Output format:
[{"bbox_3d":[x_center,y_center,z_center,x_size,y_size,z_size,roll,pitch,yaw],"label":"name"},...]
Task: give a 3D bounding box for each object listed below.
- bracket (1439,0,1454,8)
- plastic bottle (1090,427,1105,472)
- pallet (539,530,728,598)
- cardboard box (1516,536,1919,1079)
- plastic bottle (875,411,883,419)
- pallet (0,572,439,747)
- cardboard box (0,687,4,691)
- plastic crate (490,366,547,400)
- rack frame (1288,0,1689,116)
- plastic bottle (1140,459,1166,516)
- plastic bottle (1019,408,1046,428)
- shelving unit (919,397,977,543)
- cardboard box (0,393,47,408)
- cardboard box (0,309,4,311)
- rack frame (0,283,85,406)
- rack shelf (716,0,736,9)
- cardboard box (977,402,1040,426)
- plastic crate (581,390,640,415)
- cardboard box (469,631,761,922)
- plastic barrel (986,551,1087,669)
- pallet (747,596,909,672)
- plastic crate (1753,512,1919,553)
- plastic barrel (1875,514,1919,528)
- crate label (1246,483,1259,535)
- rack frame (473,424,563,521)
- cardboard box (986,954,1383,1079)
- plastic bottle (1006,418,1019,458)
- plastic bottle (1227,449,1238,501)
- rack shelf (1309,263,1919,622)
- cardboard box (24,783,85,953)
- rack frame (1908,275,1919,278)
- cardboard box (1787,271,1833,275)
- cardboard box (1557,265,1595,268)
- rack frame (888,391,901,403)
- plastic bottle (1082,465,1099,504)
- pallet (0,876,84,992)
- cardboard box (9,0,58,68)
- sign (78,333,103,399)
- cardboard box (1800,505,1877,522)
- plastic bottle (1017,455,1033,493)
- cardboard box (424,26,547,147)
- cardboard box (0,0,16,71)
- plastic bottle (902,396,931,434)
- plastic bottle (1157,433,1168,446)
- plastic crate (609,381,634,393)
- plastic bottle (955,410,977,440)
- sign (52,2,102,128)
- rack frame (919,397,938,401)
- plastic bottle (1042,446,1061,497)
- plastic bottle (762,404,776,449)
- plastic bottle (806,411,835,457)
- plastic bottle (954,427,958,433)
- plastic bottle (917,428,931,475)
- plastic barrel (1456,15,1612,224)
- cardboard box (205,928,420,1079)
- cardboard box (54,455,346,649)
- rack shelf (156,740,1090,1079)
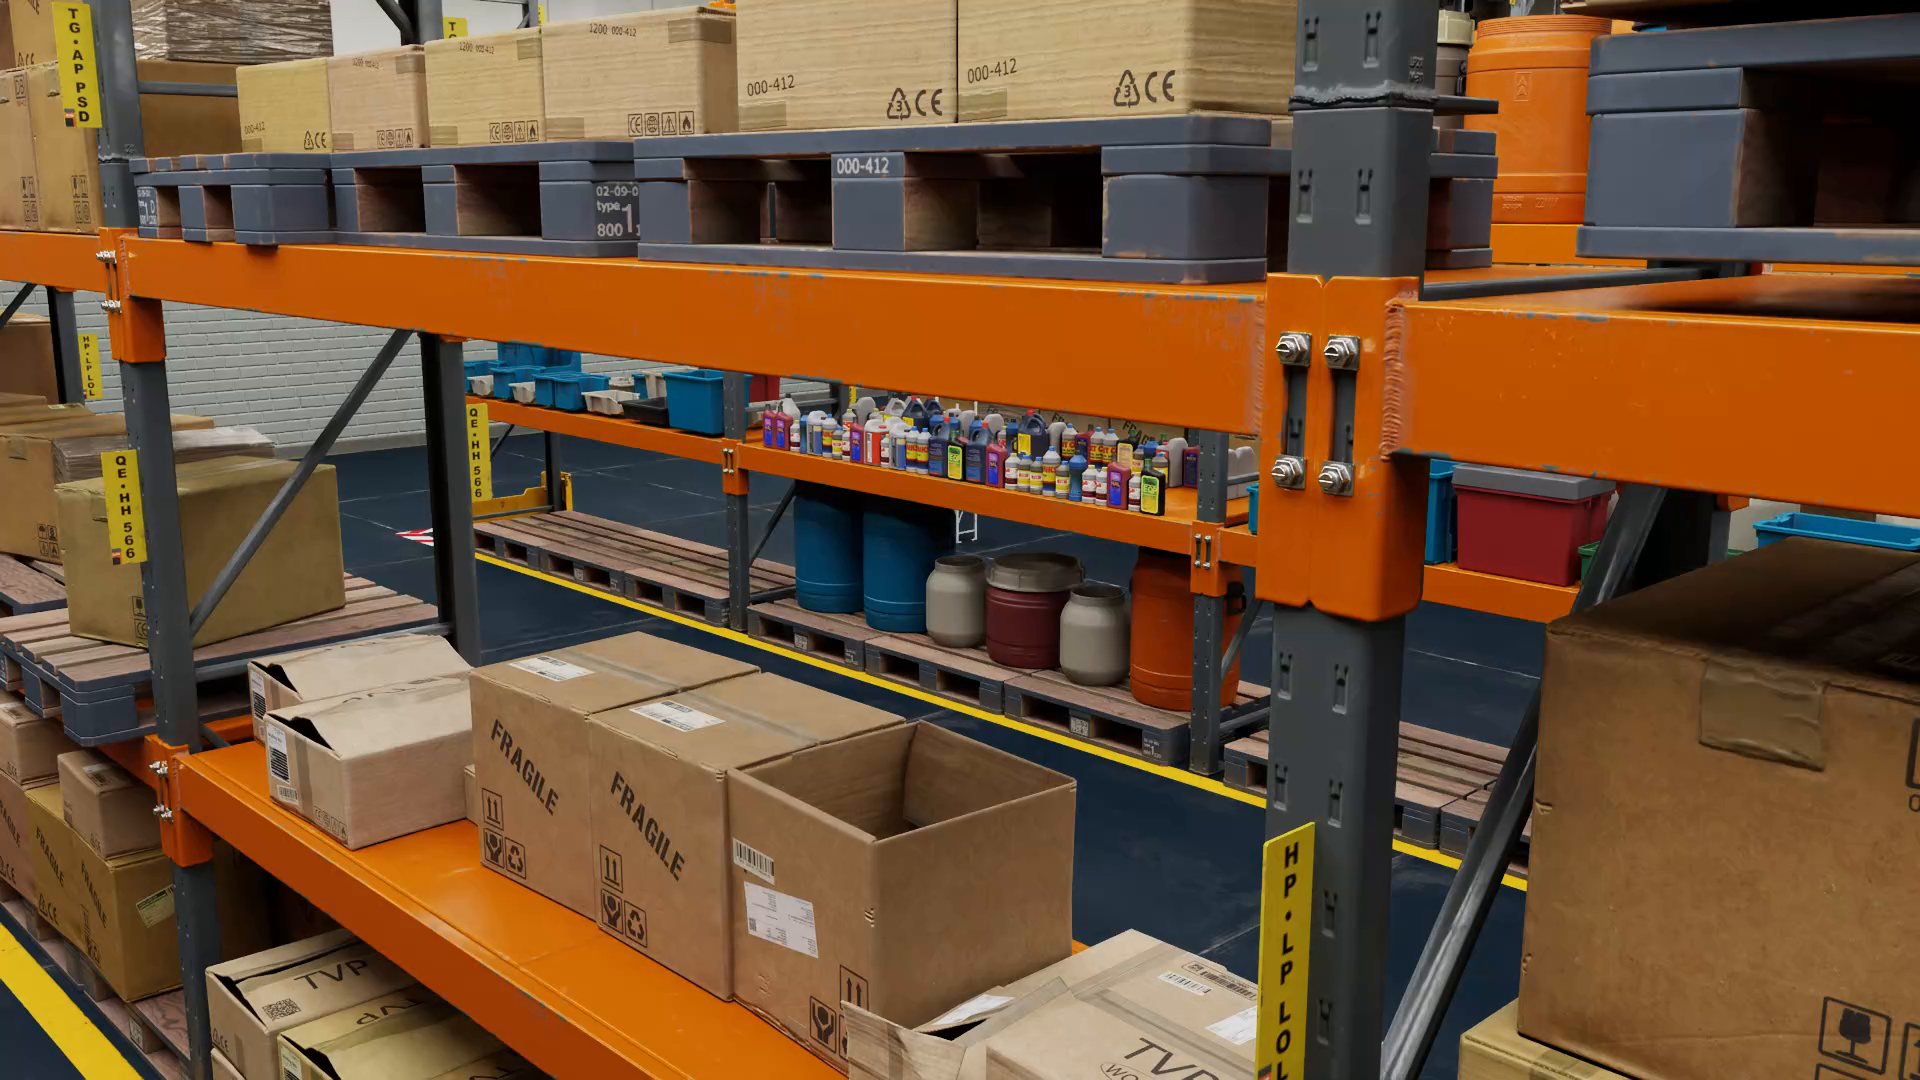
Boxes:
[{"bbox_3d":[8.644,-9.494,29.270,0.235,0.232,0.430,-11,16,-43],"label":"bracket"},{"bbox_3d":[0.822,-0.532,9.879,0.097,0.271,0.097,0,12,0],"label":"plastic bottle"},{"bbox_3d":[-2.560,0.171,13.059,1.003,0.211,1.213,-11,16,-43],"label":"pallet"},{"bbox_3d":[1.073,0.322,1.953,0.700,0.500,0.500,-11,16,-42],"label":"cardboard box"},{"bbox_3d":[-0.523,-0.764,11.179,0.097,0.201,0.097,0,12,0],"label":"plastic bottle"},{"bbox_3d":[-2.519,0.363,5.690,1.213,0.211,1.003,-11,16,-43],"label":"pallet"},{"bbox_3d":[-3.914,0.667,6.987,0.500,0.250,0.500,-11,16,-42],"label":"cardboard box"},{"bbox_3d":[-3.553,-1.268,13.399,0.416,0.233,0.300,-11,16,-43],"label":"plastic crate"},{"bbox_3d":[0.762,-1.996,1.799,1.000,3.000,0.127,-11,16,-43],"label":"rack frame"},{"bbox_3d":[0.997,-0.274,8.595,0.061,0.283,0.133,-11,16,-43],"label":"plastic bottle"},{"bbox_3d":[0.455,-0.641,10.214,0.144,0.351,0.185,-11,16,-43],"label":"plastic bottle"},{"bbox_3d":[-0.114,-0.612,14.408,0.258,1.200,0.503,-11,16,-43],"label":"shelving unit"},{"bbox_3d":[-4.597,-0.380,7.532,0.500,0.500,0.700,6,13,26],"label":"cardboard box"},{"bbox_3d":[-5.596,-1.022,9.214,0.500,0.500,0.500,11,16,43],"label":"cardboard box"},{"bbox_3d":[-4.762,-0.225,8.071,1.000,3.000,0.127,-11,16,-43],"label":"rack frame"},{"bbox_3d":[0.204,-3.013,9.510,1.077,0.370,4.000,-11,16,-43],"label":"rack shelf"},{"bbox_3d":[0.771,-1.139,16.730,0.875,0.875,0.875,-11,16,-43],"label":"cardboard box"},{"bbox_3d":[-2.597,-1.027,12.469,0.293,0.136,0.466,-11,16,-43],"label":"plastic crate"},{"bbox_3d":[-0.829,0.552,4.050,0.500,0.500,0.500,11,16,42],"label":"cardboard box"},{"bbox_3d":[0.455,0.410,9.921,0.600,0.588,0.708,-11,16,-43],"label":"plastic barrel"},{"bbox_3d":[-0.675,0.569,11.125,1.003,0.211,1.213,-11,16,-43],"label":"pallet"},{"bbox_3d":[3.361,0.143,6.324,0.392,0.384,0.575,-11,16,-43],"label":"plastic crate"},{"bbox_3d":[3.845,0.016,6.564,0.433,0.535,0.433,0,12,0],"label":"plastic barrel"},{"bbox_3d":[1.605,-0.135,8.050,0.303,0.233,0.416,-11,16,-43],"label":"crate label"},{"bbox_3d":[-3.940,-1.499,14.252,1.000,3.000,0.127,-11,16,-43],"label":"rack frame"},{"bbox_3d":[0.391,0.950,2.738,0.500,0.250,0.500,-10,15,-39],"label":"cardboard box"},{"bbox_3d":[0.330,-0.618,10.296,0.097,0.271,0.097,0,12,0],"label":"plastic bottle"},{"bbox_3d":[1.410,-0.357,9.020,0.152,0.276,0.135,-11,16,-43],"label":"plastic bottle"},{"bbox_3d":[2.143,0.117,0.757,1.077,0.370,4.000,-11,16,-43],"label":"rack shelf"},{"bbox_3d":[-3.173,1.188,6.316,0.500,0.500,0.500,11,16,43],"label":"cardboard box"},{"bbox_3d":[8.824,-1.698,15.219,1.000,3.000,0.127,-11,16,-43],"label":"rack frame"},{"bbox_3d":[10.384,-3.277,20.156,0.500,0.500,0.500,11,16,44],"label":"cardboard box"},{"bbox_3d":[8.344,-3.703,22.227,0.500,0.500,0.500,-11,16,-42],"label":"cardboard box"},{"bbox_3d":[-0.357,-2.189,17.602,1.000,3.000,0.127,-11,16,-43],"label":"rack frame"},{"bbox_3d":[0.704,-0.301,8.930,0.097,0.201,0.097,0,12,0],"label":"plastic bottle"},{"bbox_3d":[-3.327,1.432,6.937,1.003,0.211,1.213,-11,16,-43],"label":"pallet"},{"bbox_3d":[-3.001,-1.863,5.860,0.500,0.500,0.500,-11,16,-43],"label":"cardboard box"},{"bbox_3d":[-4.363,-0.870,8.332,0.100,0.325,0.005,-11,16,-43],"label":"sign"},{"bbox_3d":[6.025,-0.210,11.244,0.500,0.250,0.500,-9,14,-36],"label":"cardboard box"},{"bbox_3d":[0.368,-0.372,9.275,0.097,0.201,0.097,0,12,0],"label":"plastic bottle"},{"bbox_3d":[-0.884,-1.025,3.852,0.500,0.250,0.500,-11,16,-44],"label":"cardboard box"},{"bbox_3d":[-3.545,-1.720,6.356,0.600,0.600,0.600,11,16,43],"label":"cardboard box"},{"bbox_3d":[-0.282,-0.755,10.765,0.144,0.351,0.185,-11,16,-43],"label":"plastic bottle"},{"bbox_3d":[1.141,-0.476,9.576,0.061,0.283,0.133,-11,16,-43],"label":"plastic bottle"},{"bbox_3d":[-2.628,-1.183,13.225,0.298,0.136,0.250,-11,16,-43],"label":"plastic crate"},{"bbox_3d":[0.022,-0.695,10.659,0.152,0.276,0.135,-11,16,-43],"label":"plastic bottle"},{"bbox_3d":[-2.394,-1.288,4.517,0.100,0.325,0.005,-11,16,-43],"label":"sign"},{"bbox_3d":[-0.283,-0.647,14.580,0.240,1.200,0.015,-11,16,-43],"label":"rack frame"},{"bbox_3d":[0.502,-0.378,9.130,0.097,0.271,0.097,0,12,0],"label":"plastic bottle"},{"bbox_3d":[-1.233,-0.745,10.882,0.061,0.283,0.133,-11,16,-43],"label":"plastic bottle"},{"bbox_3d":[-0.880,-0.680,10.586,0.152,0.276,0.135,-11,16,-43],"label":"plastic bottle"},{"bbox_3d":[-0.035,-0.533,9.885,0.097,0.271,0.097,0,12,0],"label":"plastic bottle"},{"bbox_3d":[-0.206,-0.527,9.856,0.097,0.271,0.097,0,12,0],"label":"plastic bottle"},{"bbox_3d":[2.447,-1.765,7.047,0.600,0.830,0.708,-11,16,-43],"label":"plastic barrel"},{"bbox_3d":[-1.851,1.342,4.846,0.500,0.311,0.500,-10,15,-41],"label":"cardboard box"},{"bbox_3d":[-2.516,0.028,5.555,0.500,0.500,0.700,6,13,26],"label":"cardboard box"},{"bbox_3d":[-0.619,1.003,3.893,1.077,0.370,4.000,-11,16,-43],"label":"rack shelf"}]
